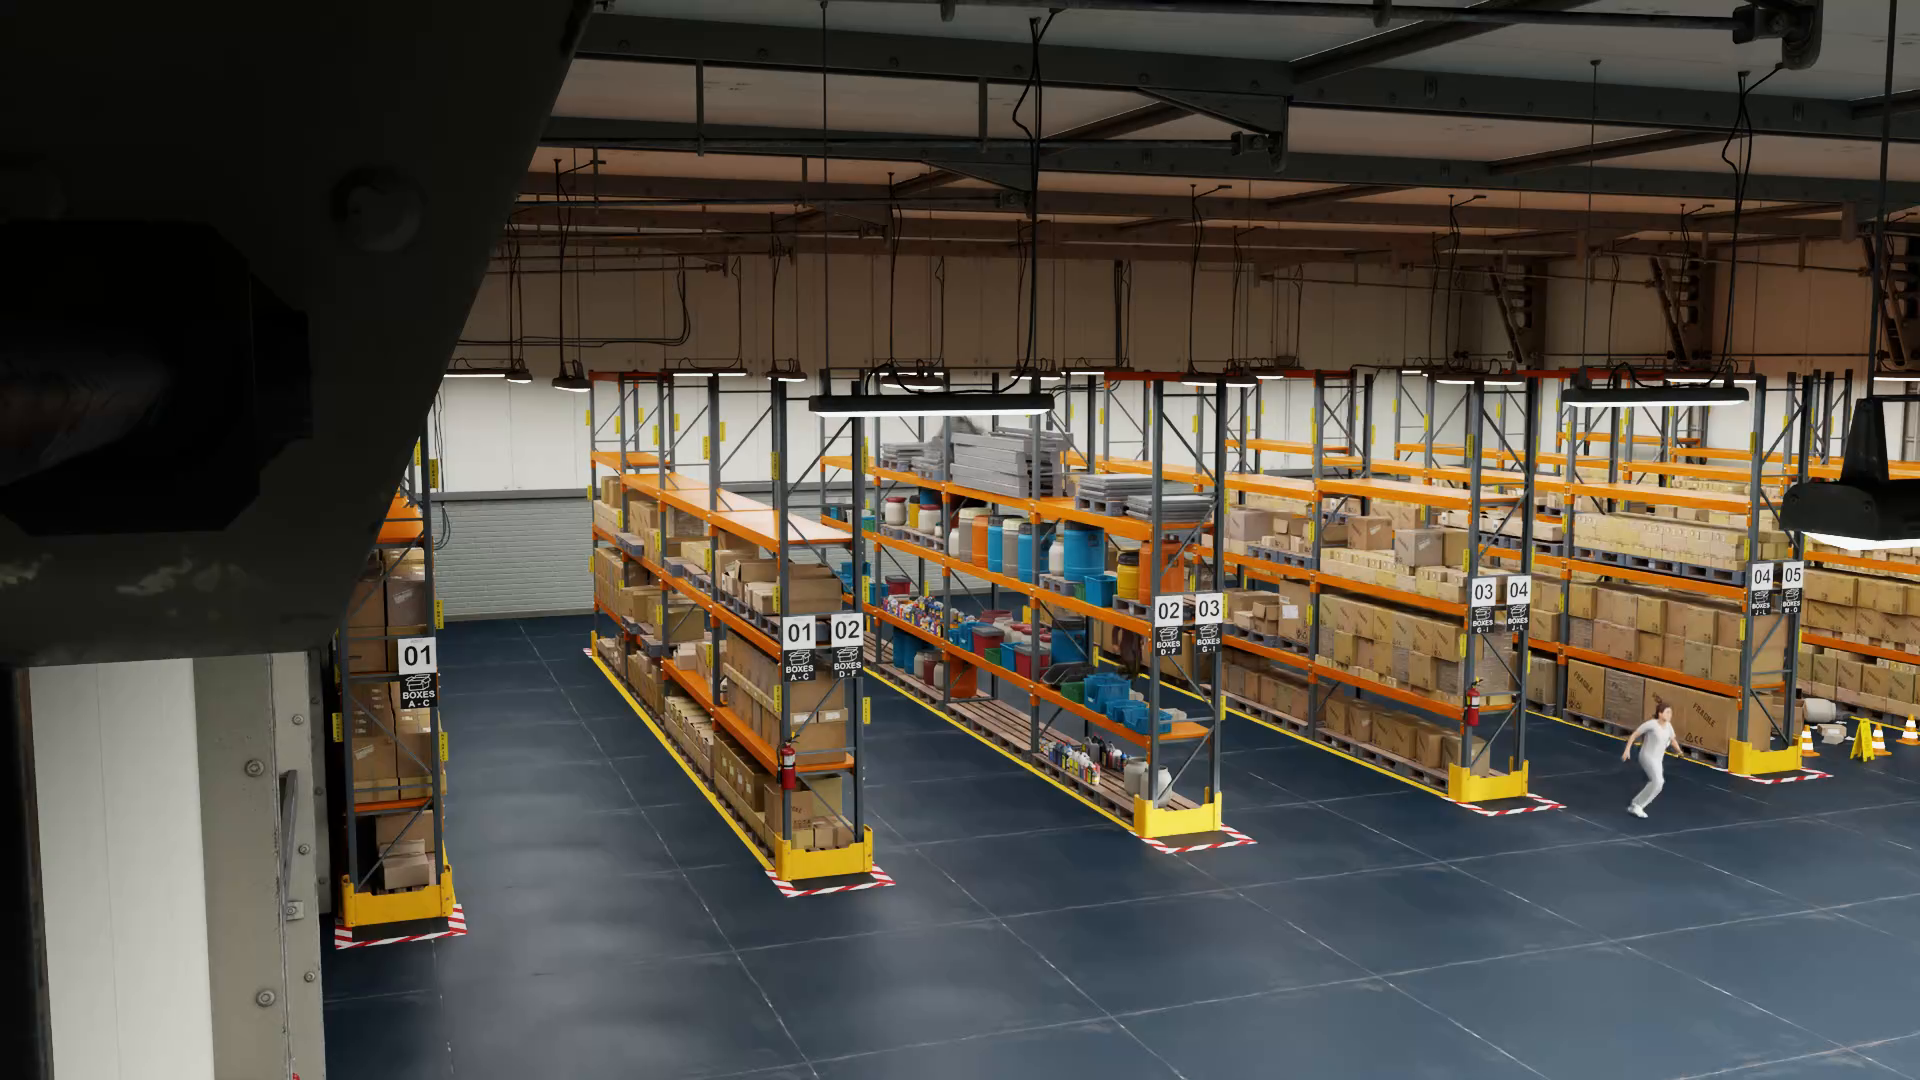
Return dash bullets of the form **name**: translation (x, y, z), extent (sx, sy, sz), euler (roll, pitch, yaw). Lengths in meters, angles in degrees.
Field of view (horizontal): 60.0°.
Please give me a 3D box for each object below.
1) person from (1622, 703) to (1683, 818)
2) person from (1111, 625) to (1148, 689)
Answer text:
- **person**: translation (9.552, 3.030, 22.790), extent (0.734, 1.589, 0.617), euler (-4, 8, -34)
- **person**: translation (3.171, 2.027, 31.066), extent (0.700, 1.704, 0.717), euler (-4, 7, -32)
